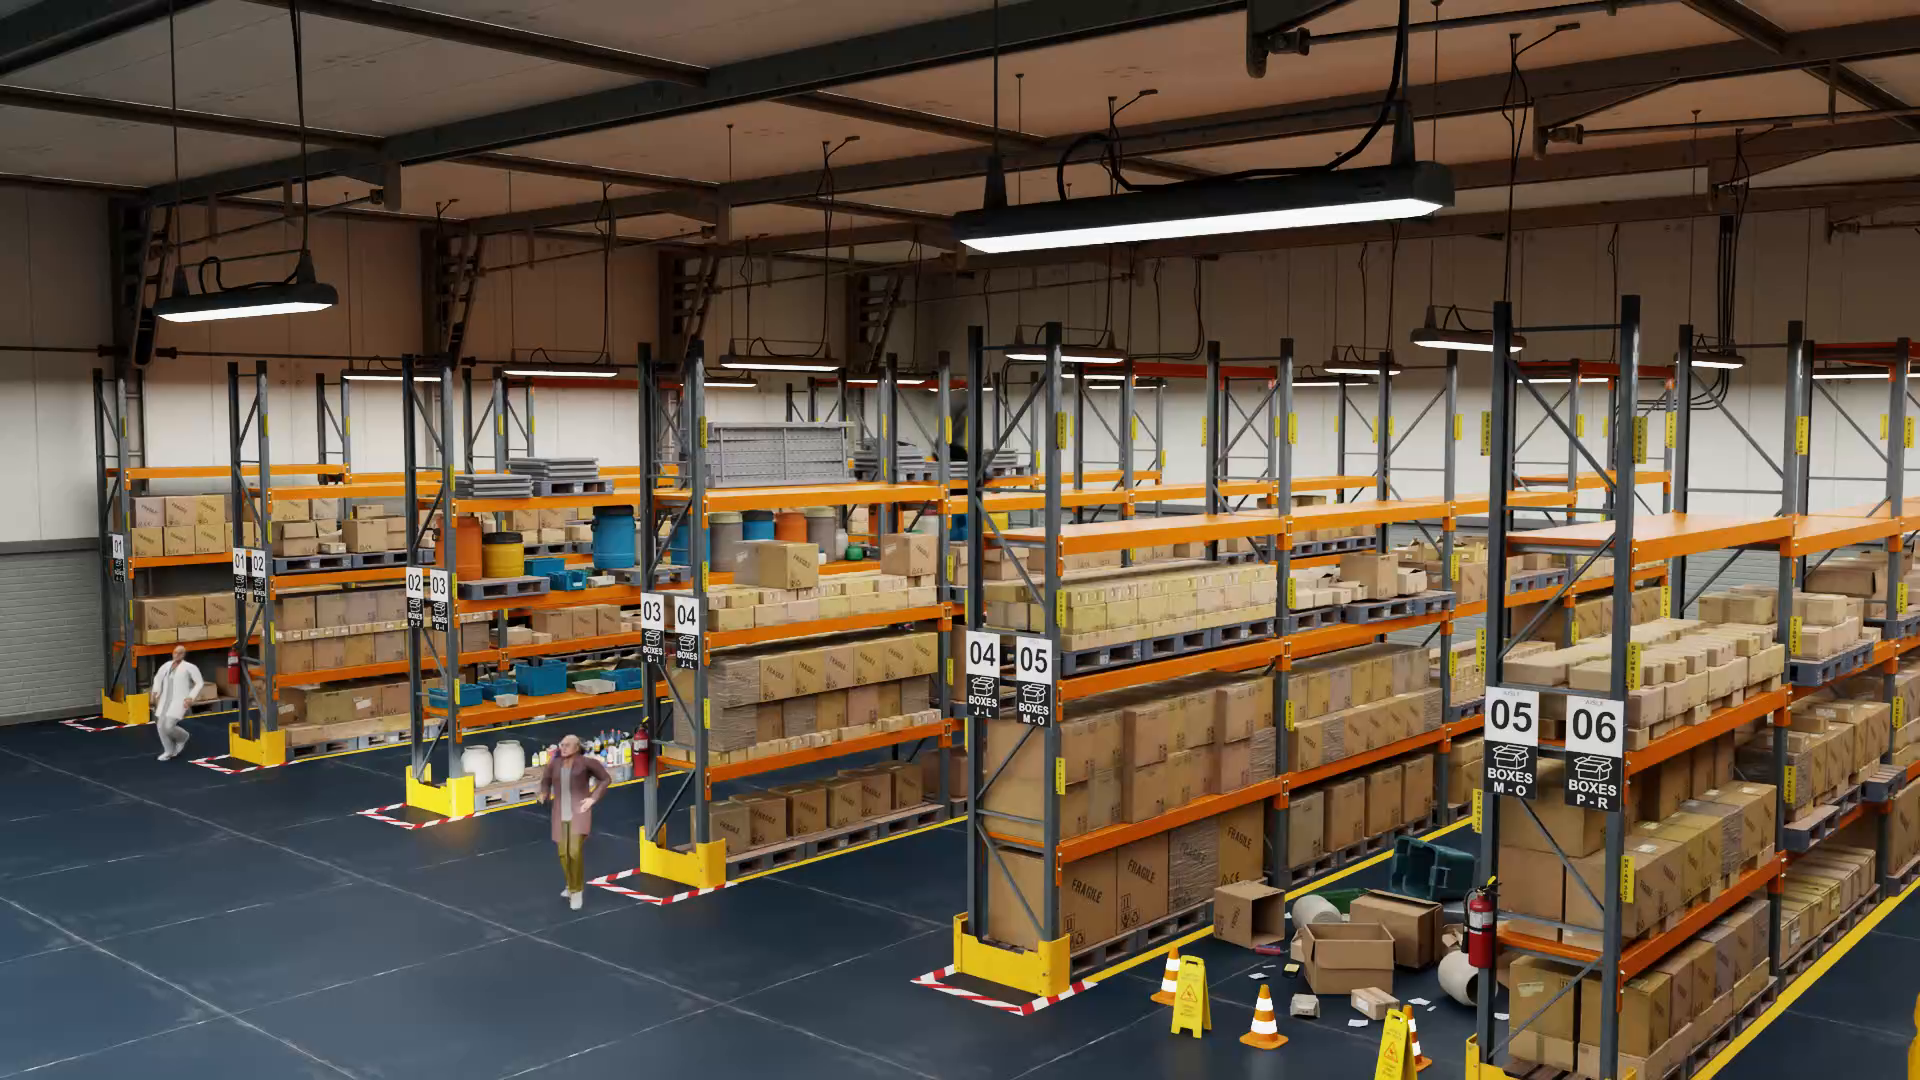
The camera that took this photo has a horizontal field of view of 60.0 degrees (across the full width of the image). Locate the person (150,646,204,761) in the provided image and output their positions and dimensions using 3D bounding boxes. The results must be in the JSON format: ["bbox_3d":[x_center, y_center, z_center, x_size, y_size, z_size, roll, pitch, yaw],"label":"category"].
[{"bbox_3d":[-11.857,2.460,25.176,0.779,1.726,0.581,1,4,9],"label":"person"}]

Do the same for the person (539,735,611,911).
[{"bbox_3d":[-4.138,2.980,17.698,0.770,1.819,0.695,1,4,11],"label":"person"}]
